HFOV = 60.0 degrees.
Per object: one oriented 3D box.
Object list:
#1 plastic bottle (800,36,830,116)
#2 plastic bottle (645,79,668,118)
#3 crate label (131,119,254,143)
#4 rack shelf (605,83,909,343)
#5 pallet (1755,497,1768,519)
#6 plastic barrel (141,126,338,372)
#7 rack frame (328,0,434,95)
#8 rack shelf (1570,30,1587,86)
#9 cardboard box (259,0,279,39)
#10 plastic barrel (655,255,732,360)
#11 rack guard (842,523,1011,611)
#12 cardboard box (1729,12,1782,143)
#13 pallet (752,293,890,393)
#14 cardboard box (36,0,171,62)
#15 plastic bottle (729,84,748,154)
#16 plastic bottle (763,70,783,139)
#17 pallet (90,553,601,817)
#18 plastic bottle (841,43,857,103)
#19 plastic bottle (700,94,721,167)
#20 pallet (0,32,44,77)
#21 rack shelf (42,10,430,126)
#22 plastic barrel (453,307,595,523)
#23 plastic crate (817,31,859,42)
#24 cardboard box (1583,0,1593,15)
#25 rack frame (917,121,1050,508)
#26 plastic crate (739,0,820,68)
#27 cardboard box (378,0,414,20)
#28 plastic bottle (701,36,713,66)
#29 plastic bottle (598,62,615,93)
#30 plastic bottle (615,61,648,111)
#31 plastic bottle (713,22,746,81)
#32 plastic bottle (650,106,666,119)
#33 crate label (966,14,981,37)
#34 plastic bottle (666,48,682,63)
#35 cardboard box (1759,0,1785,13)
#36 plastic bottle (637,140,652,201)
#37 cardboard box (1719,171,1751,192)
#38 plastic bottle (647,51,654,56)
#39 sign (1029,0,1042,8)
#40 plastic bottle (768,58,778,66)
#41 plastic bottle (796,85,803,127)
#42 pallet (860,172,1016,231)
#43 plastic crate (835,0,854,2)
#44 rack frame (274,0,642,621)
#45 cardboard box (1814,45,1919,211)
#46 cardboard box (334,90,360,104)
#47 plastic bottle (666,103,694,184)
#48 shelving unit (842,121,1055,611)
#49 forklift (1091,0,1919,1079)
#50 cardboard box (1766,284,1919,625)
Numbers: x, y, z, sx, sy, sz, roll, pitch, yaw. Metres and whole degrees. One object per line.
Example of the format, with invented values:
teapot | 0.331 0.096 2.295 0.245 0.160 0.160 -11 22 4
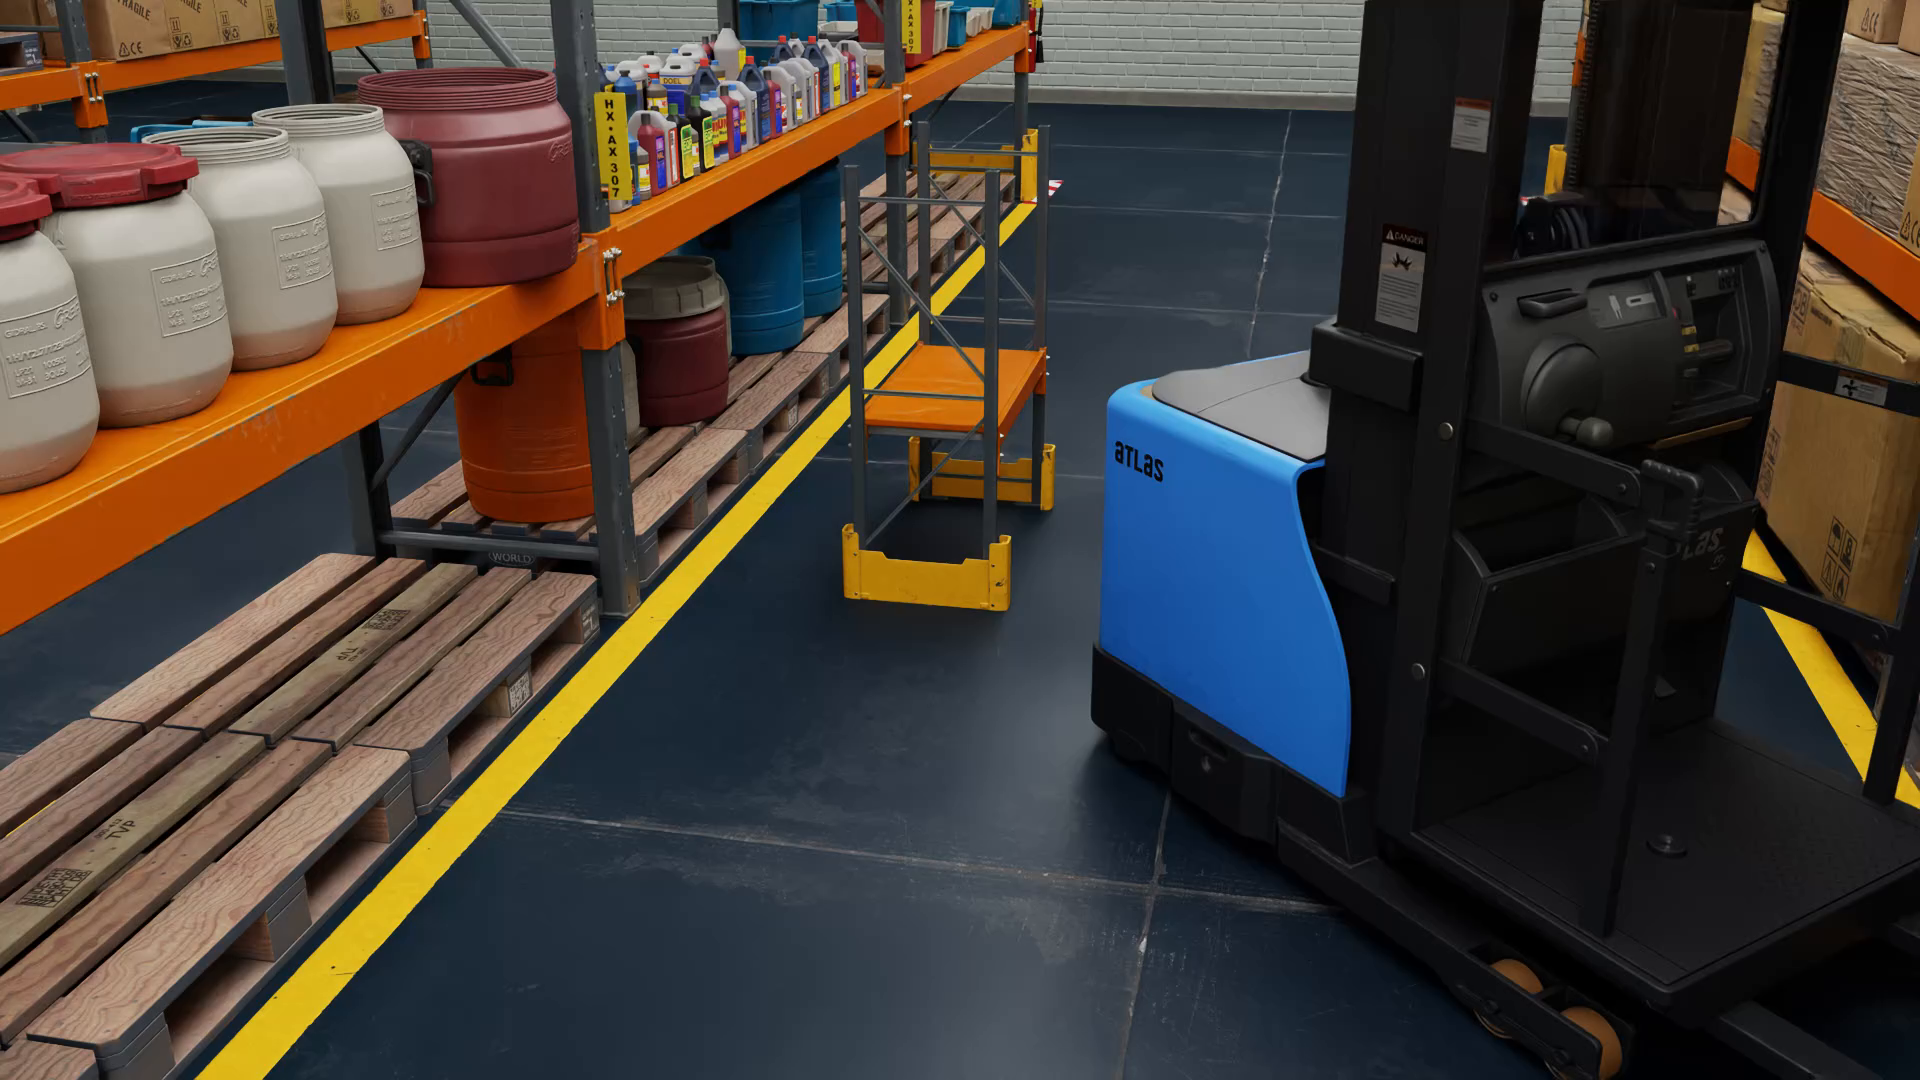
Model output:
plastic bottle | -0.699 -2.189 7.840 0.144 0.351 0.185 4 22 11
plastic bottle | -1.372 -1.982 7.526 0.097 0.201 0.097 0 22 0
crate label | -2.078 -0.851 4.405 0.502 0.435 0.616 4 22 11
rack shelf | -1.202 -1.575 7.213 1.077 0.370 4.000 4 22 11
pallet | 3.724 -0.234 6.652 1.003 0.211 1.213 4 22 11
plastic barrel | -1.697 -0.683 3.885 0.421 0.512 0.421 0 22 0
rack frame | -4.826 -4.482 13.468 1.000 3.000 0.127 4 22 11
rack shelf | 4.463 -2.661 9.908 1.077 0.370 4.000 4 22 11
cardboard box | -4.964 -3.788 11.610 0.500 0.500 0.500 4 22 10
plastic barrel | -1.269 -1.025 7.652 0.421 0.512 0.421 0 22 0
rack guard | -0.117 0.094 5.785 0.587 0.250 0.087 4 22 11
cardboard box | 3.614 -1.976 7.112 0.500 0.500 0.500 4 22 11
pallet | -0.992 -1.068 8.723 1.003 0.211 1.213 4 22 11
cardboard box | -5.272 -3.232 10.229 0.500 0.500 0.500 5 22 12
plastic bottle | -0.919 -1.714 6.767 0.097 0.271 0.097 0 22 0
plastic bottle | -0.813 -1.878 7.156 0.061 0.283 0.133 4 22 11
pallet | -1.806 0.396 5.087 1.003 0.211 1.213 4 22 11
plastic bottle | -0.561 -2.330 8.279 0.061 0.283 0.133 4 22 11
plastic bottle | -0.986 -1.594 6.469 0.097 0.271 0.097 0 22 0
pallet | -5.912 -2.647 9.167 1.003 0.211 1.213 4 22 11
rack shelf | -5.234 -3.417 11.787 1.077 0.370 4.000 4 22 11
plastic barrel | -1.527 -0.546 6.037 0.600 0.830 0.708 4 22 11
plastic crate | -0.829 -2.971 10.002 0.437 0.125 0.590 4 22 11
cardboard box | 4.509 -3.639 11.178 0.500 0.250 0.500 4 22 9
rack frame | 0.086 -0.850 6.458 0.500 1.500 0.032 4 22 11
plastic crate | -1.033 -2.858 9.375 0.392 0.384 0.575 4 22 11
cardboard box | -4.651 -4.344 12.991 0.500 0.500 0.500 5 23 13
plastic bottle | -1.314 -2.436 8.543 0.061 0.283 0.133 4 22 11
plastic bottle | -1.574 -1.925 7.183 0.144 0.351 0.185 4 22 11
plastic bottle | -1.498 -2.019 7.519 0.152 0.276 0.135 4 22 11
plastic bottle | -1.192 -2.499 8.609 0.144 0.351 0.185 4 22 11
plastic bottle | -1.120 -1.466 6.150 0.097 0.271 0.097 0 22 0
crate label | -0.073 -3.488 11.273 0.396 0.136 0.243 4 22 11
plastic bottle | -1.387 -2.267 8.138 0.097 0.271 0.097 0 22 0
cardboard box | 3.932 -2.541 7.170 0.797 0.503 0.637 4 22 10
plastic bottle | -1.135 -1.295 5.820 0.097 0.201 0.097 0 22 0
cardboard box | 3.944 -1.237 7.691 1.225 0.875 0.875 5 22 11
plastic bottle | -1.468 -2.160 7.858 0.061 0.283 0.133 4 22 11
sign | 0.564 -4.143 12.407 0.100 0.325 0.005 4 22 11
plastic bottle | -0.861 -2.097 7.717 0.097 0.271 0.097 0 22 0
plastic bottle | -0.760 -1.968 7.491 0.097 0.201 0.097 0 22 0
pallet | -0.184 -2.511 12.307 1.003 0.211 1.213 4 22 11
plastic crate | -0.619 -3.507 11.190 0.416 0.233 0.300 4 22 11
rack frame | -1.610 -1.178 5.263 1.000 3.000 0.127 4 22 11
cardboard box | 3.307 -1.418 5.725 0.500 0.500 0.500 4 22 9
cardboard box | -4.696 -3.309 13.313 0.500 0.500 0.500 4 22 11
plastic bottle | -1.039 -1.472 6.149 0.061 0.283 0.133 4 22 11
shelving unit | -0.016 -0.668 6.004 0.587 1.500 1.083 4 22 11
forklift | 1.582 -0.407 3.440 1.130 2.935 3.031 -13 25 -29
cardboard box | 3.400 -0.260 5.266 1.225 0.875 0.875 3 22 8
